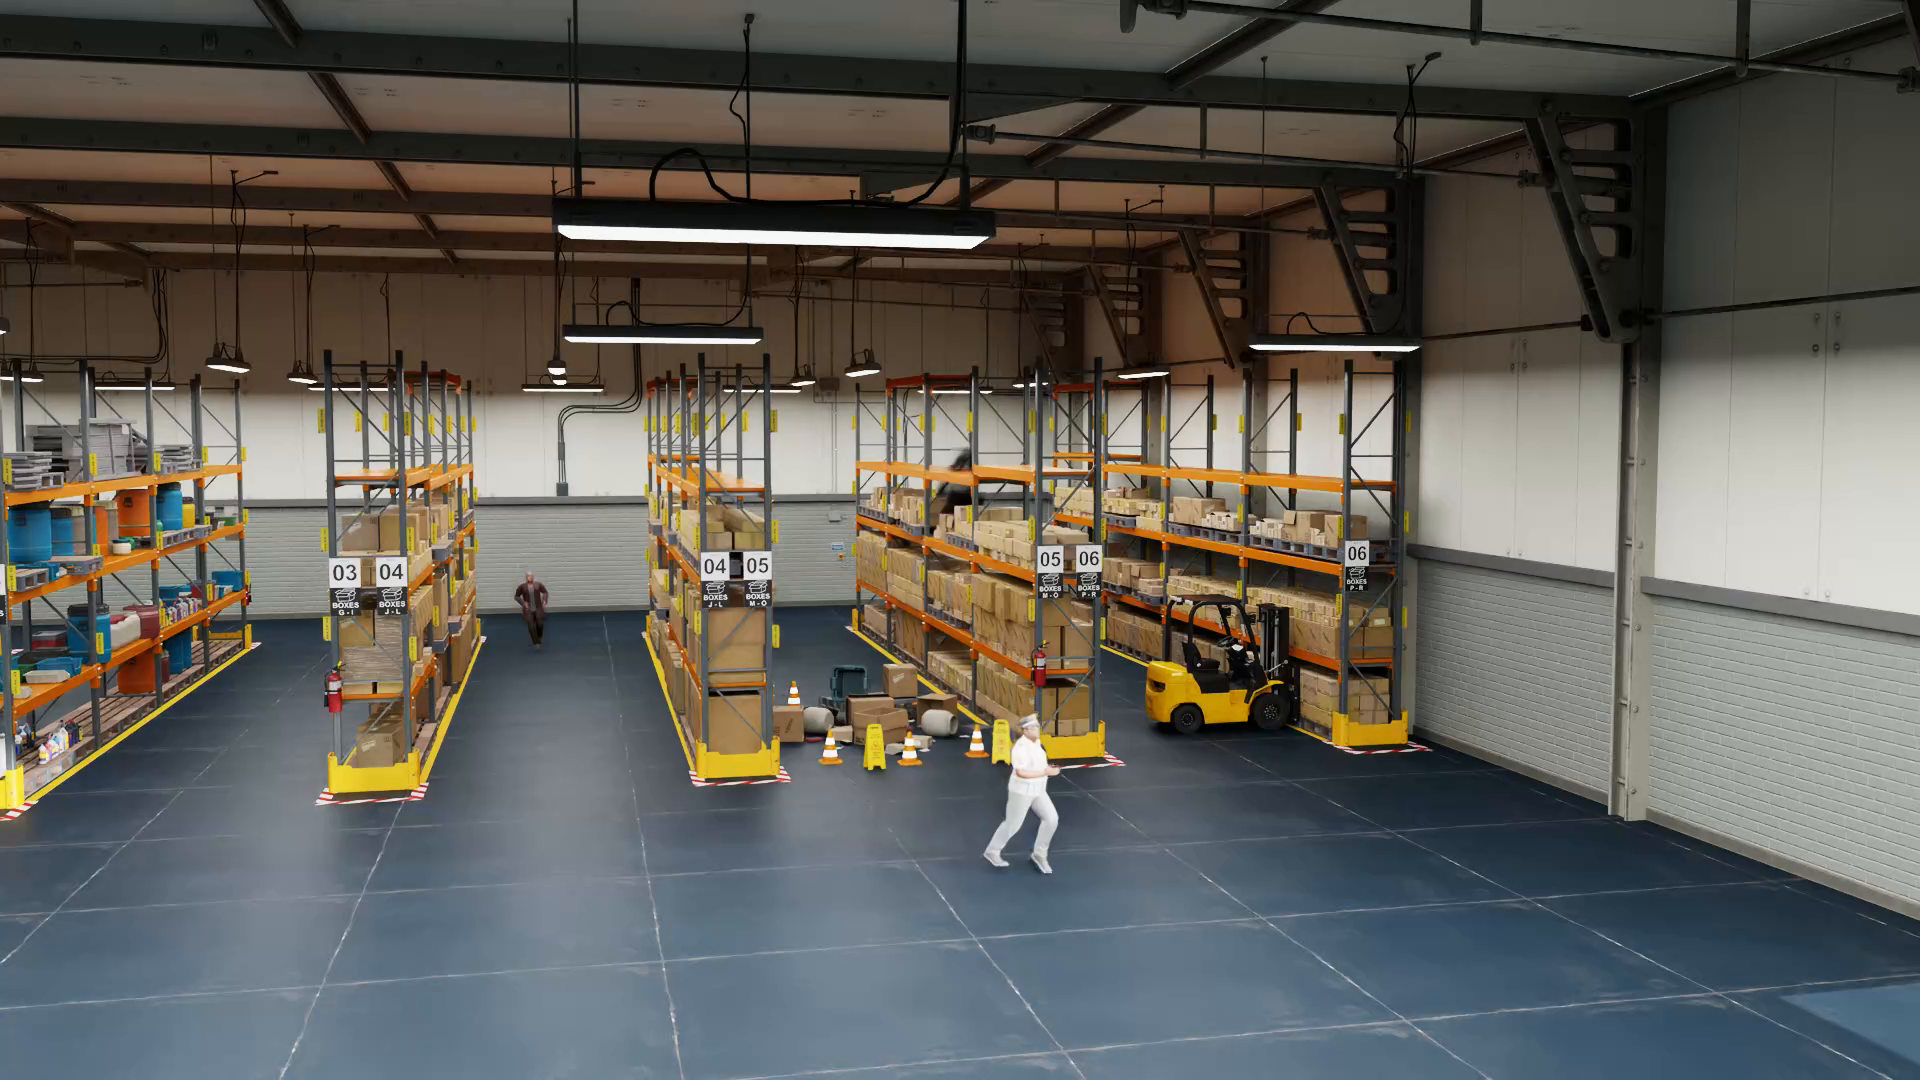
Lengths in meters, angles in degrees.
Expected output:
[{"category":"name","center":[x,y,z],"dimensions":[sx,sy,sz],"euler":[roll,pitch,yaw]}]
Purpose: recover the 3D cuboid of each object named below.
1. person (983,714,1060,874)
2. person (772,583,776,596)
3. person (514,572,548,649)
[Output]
[{"category":"person","center":[0.737,2.835,18.589],"dimensions":[0.916,1.829,0.673],"euler":[3,5,33]},{"category":"person","center":[-4.578,1.515,38.339],"dimensions":[0.563,1.670,0.718],"euler":[-2,5,-30]},{"category":"person","center":[-9.541,1.563,37.046],"dimensions":[0.742,1.732,0.579],"euler":[-1,4,-18]}]
